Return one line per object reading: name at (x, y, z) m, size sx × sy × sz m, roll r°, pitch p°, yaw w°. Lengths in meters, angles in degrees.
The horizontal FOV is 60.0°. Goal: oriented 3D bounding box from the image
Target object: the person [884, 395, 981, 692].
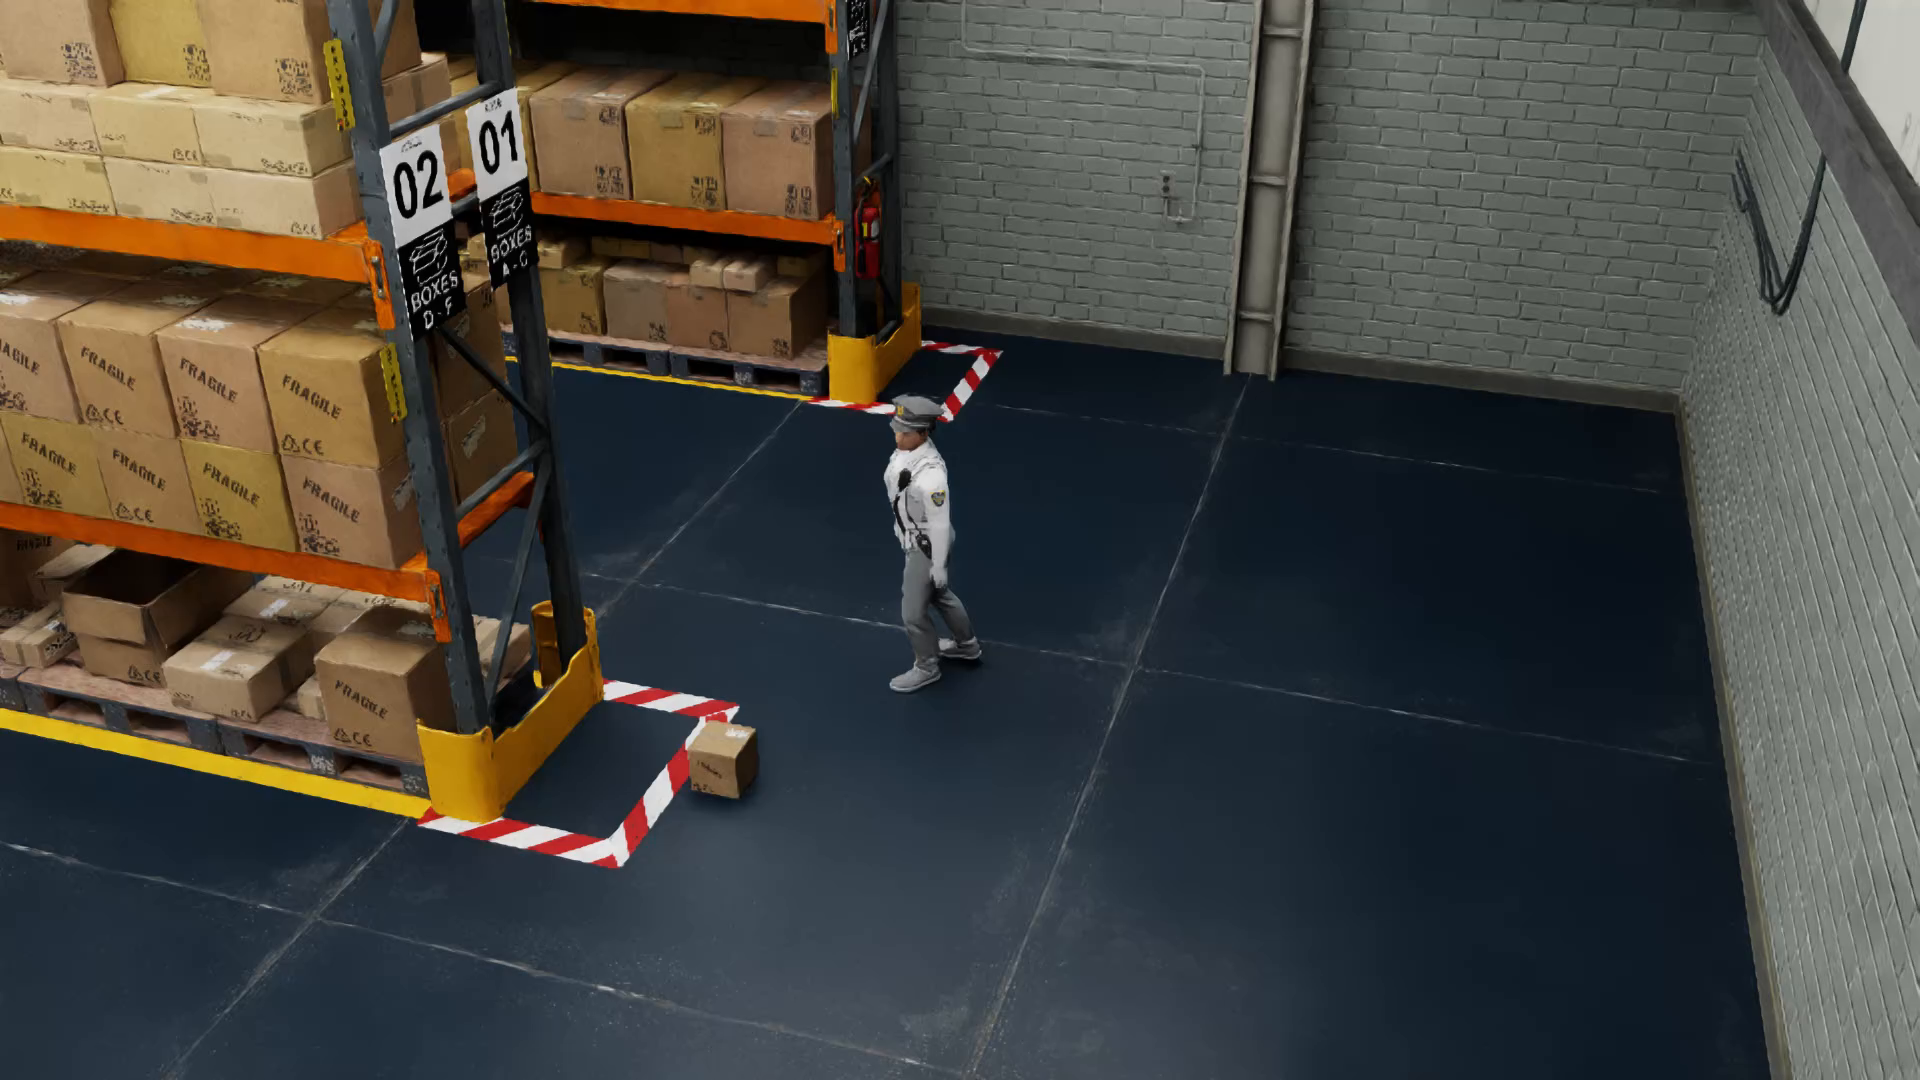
person at (-0.124, 0.005, 8.482) m, size 0.535 × 1.666 × 0.519 m, roll -7°, pitch 30°, yaw -13°
